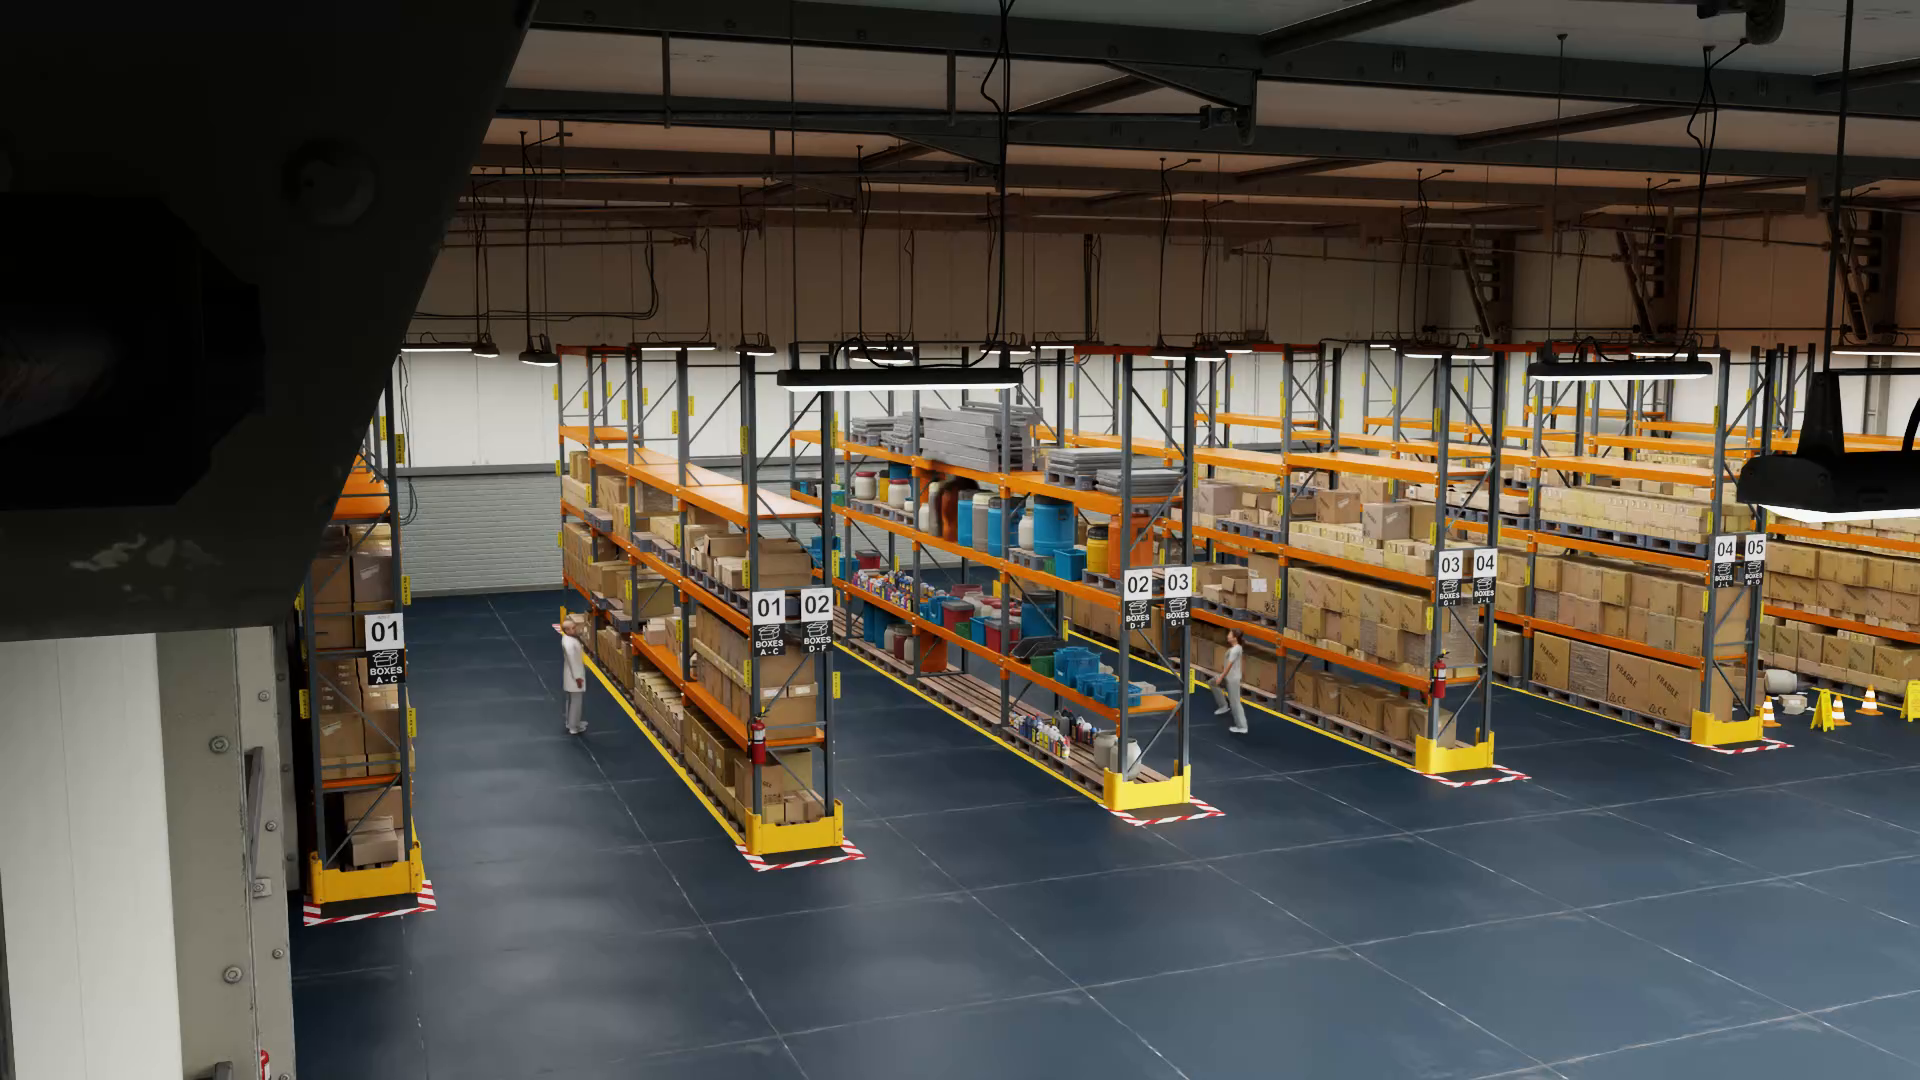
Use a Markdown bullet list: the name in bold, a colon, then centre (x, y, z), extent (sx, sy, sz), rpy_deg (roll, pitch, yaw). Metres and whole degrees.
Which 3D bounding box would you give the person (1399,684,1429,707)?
- **person**: centre (7.459, 1.967, 27.390), extent (0.593, 1.785, 0.456), rpy_deg (5, 9, 36)

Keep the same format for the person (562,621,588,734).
- **person**: centre (-6.024, 2.135, 26.156), extent (0.510, 1.776, 0.622), rpy_deg (-5, 9, -33)

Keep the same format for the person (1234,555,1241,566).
- **person**: centre (7.521, -0.082, 43.873), extent (0.594, 1.682, 0.787), rpy_deg (7, 10, 42)

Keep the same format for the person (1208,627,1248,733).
- **person**: centre (4.197, 2.183, 26.096), extent (0.698, 1.656, 0.473), rpy_deg (3, 8, 25)
